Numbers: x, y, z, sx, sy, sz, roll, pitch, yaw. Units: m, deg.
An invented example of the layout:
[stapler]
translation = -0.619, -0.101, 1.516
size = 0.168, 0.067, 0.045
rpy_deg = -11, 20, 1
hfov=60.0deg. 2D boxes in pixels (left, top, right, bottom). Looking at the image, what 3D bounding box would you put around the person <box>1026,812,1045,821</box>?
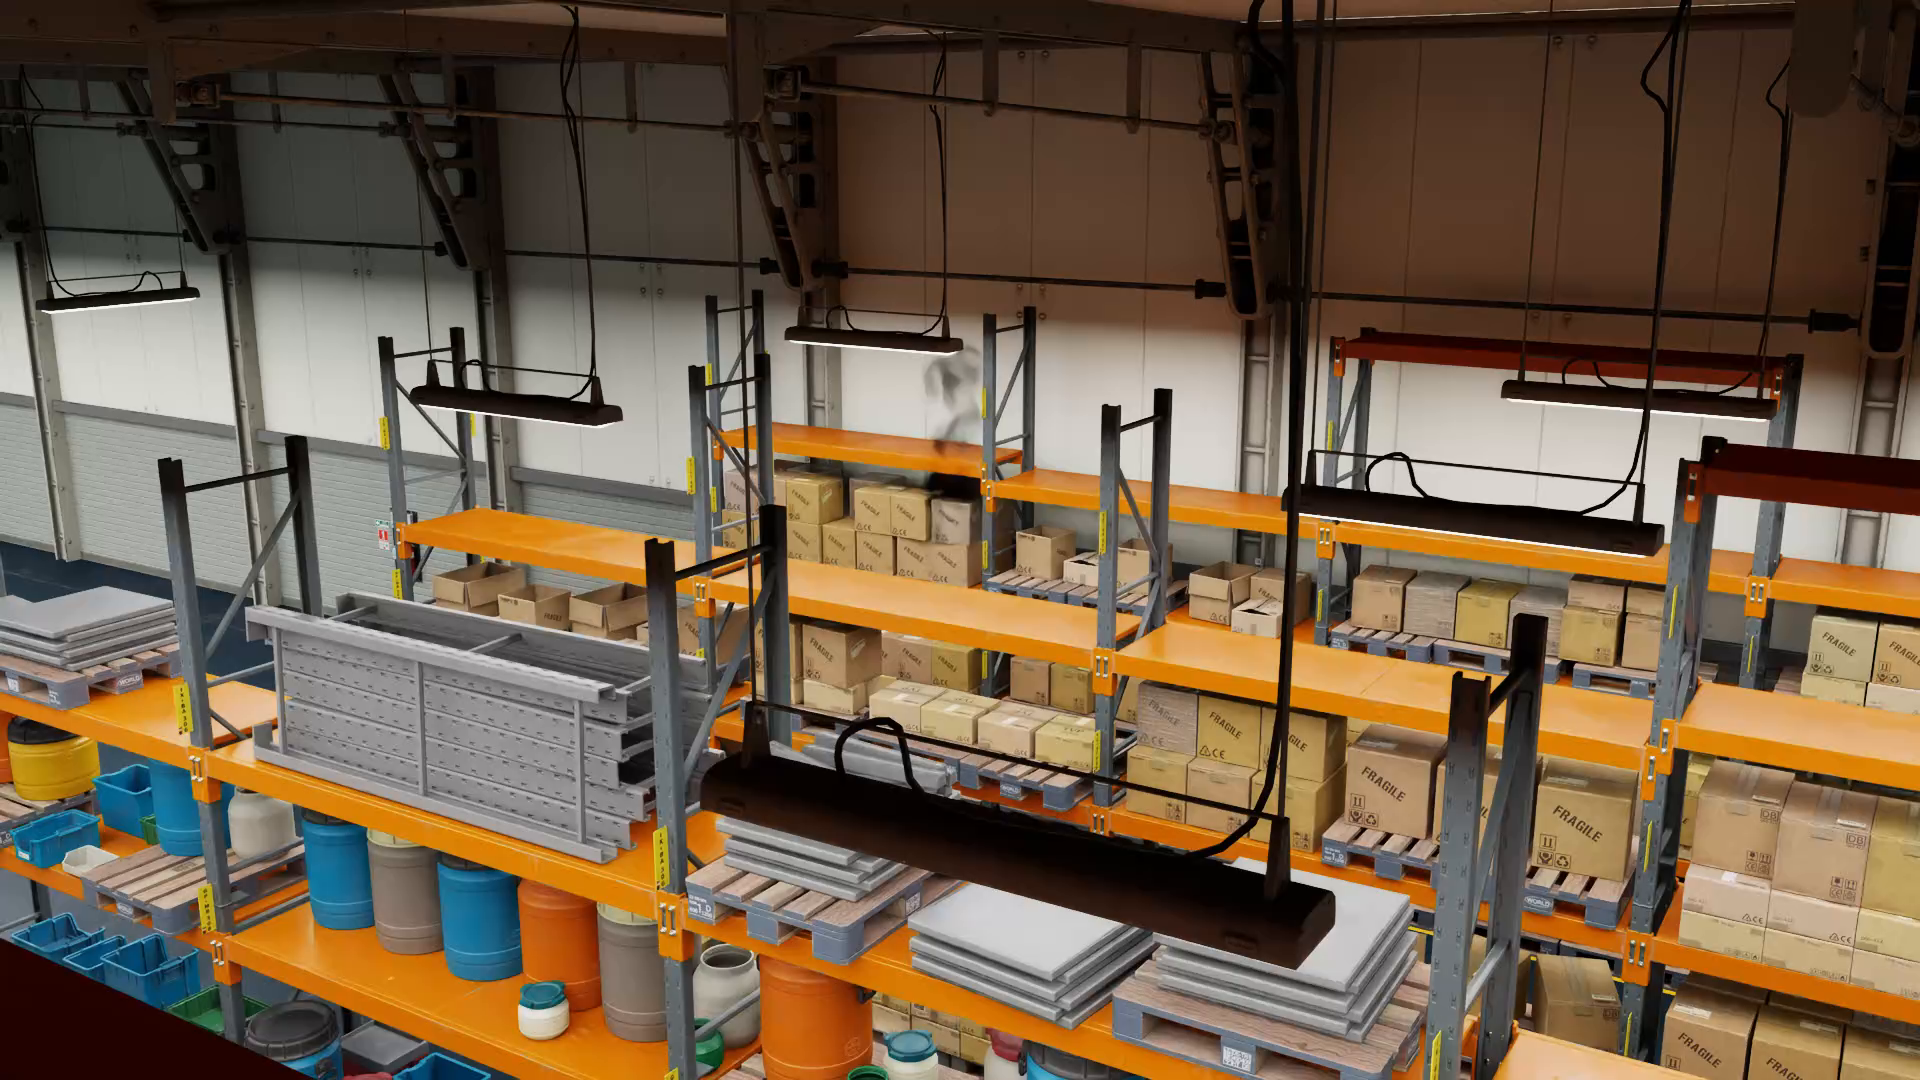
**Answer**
[person]
translation = 0.850, 3.414, 16.181
size = 0.672, 1.597, 0.570
rpy_deg = 6, 15, 23
